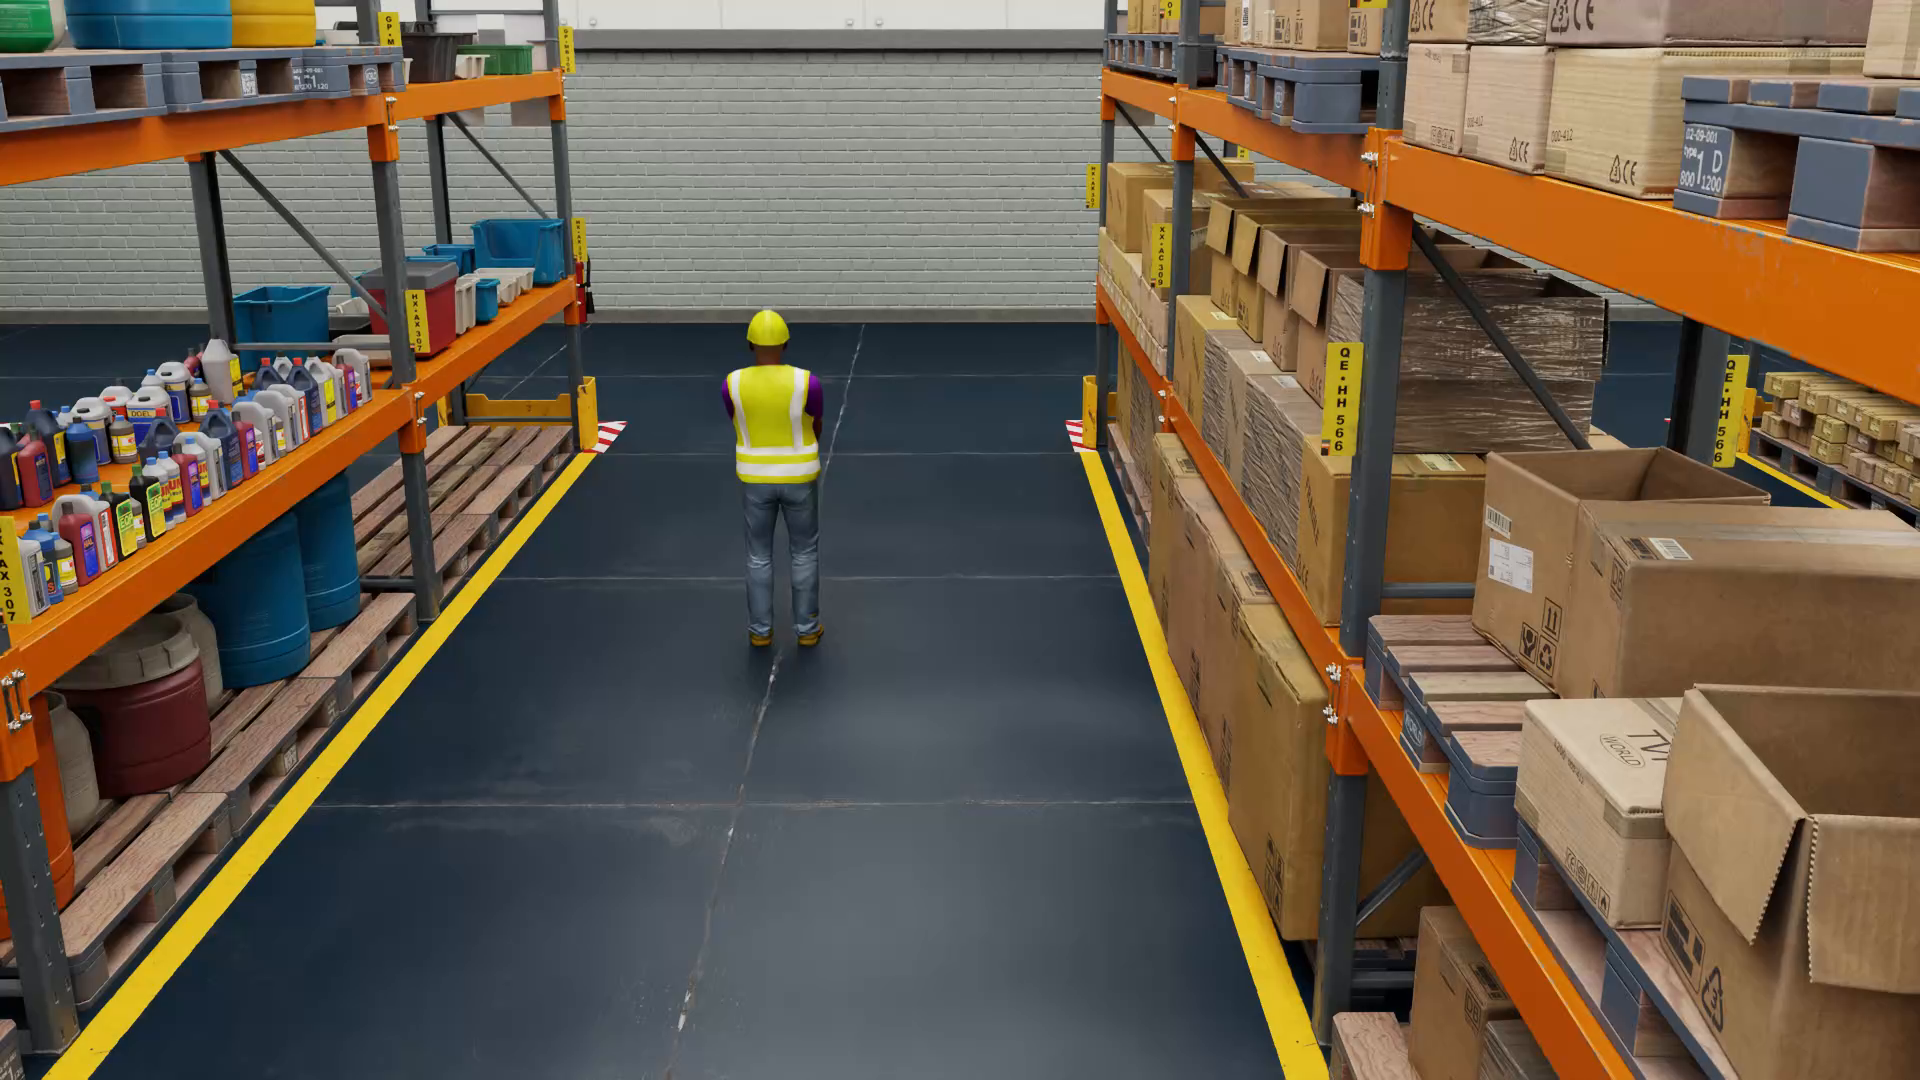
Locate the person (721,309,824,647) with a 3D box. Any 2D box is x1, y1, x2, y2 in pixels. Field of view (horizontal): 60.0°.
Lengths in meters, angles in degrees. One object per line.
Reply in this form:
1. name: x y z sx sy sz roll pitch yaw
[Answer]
1. person: -0.944 -0.341 8.629 0.503 1.760 0.586 0 17 0
